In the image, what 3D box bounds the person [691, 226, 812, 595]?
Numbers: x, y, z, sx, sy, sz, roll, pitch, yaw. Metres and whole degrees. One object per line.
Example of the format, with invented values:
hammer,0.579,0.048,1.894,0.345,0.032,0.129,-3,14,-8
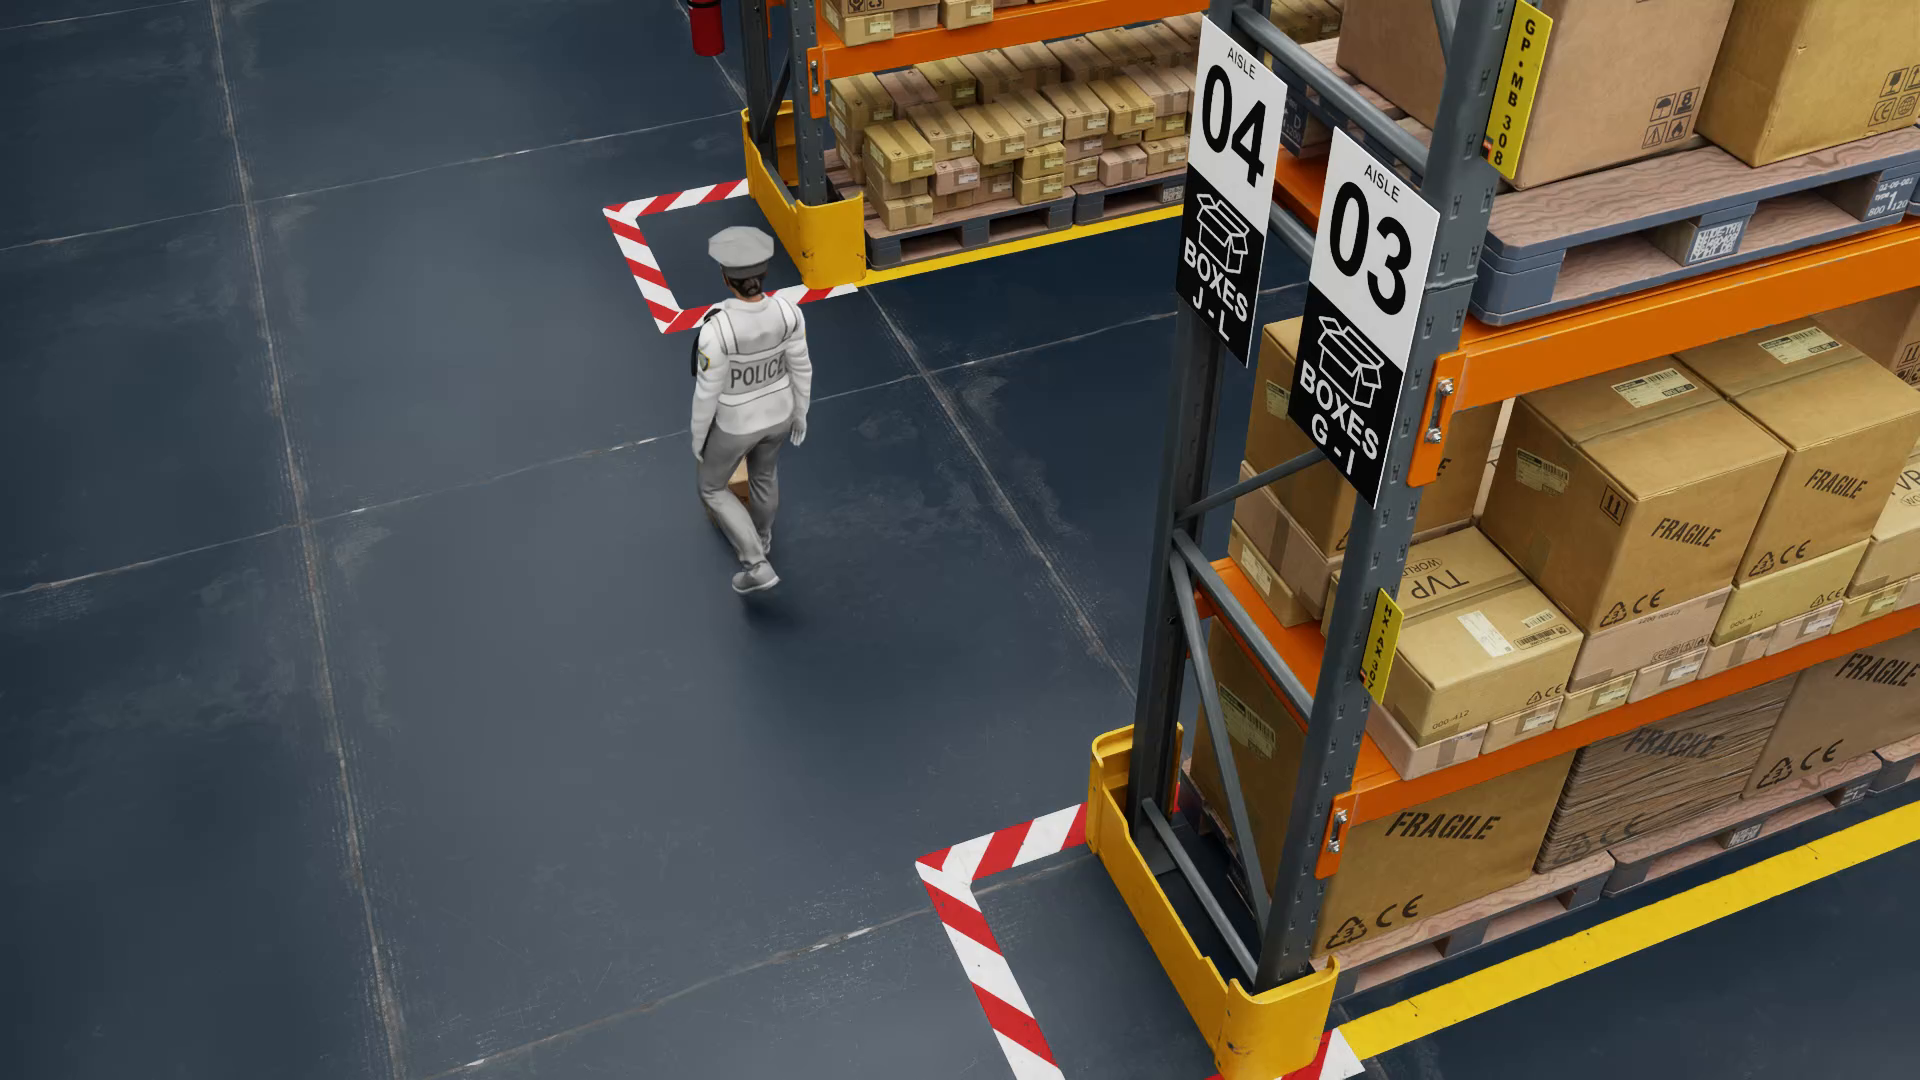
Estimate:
person,-0.870,-0.510,6.695,0.504,1.651,0.633,-25,48,-25
